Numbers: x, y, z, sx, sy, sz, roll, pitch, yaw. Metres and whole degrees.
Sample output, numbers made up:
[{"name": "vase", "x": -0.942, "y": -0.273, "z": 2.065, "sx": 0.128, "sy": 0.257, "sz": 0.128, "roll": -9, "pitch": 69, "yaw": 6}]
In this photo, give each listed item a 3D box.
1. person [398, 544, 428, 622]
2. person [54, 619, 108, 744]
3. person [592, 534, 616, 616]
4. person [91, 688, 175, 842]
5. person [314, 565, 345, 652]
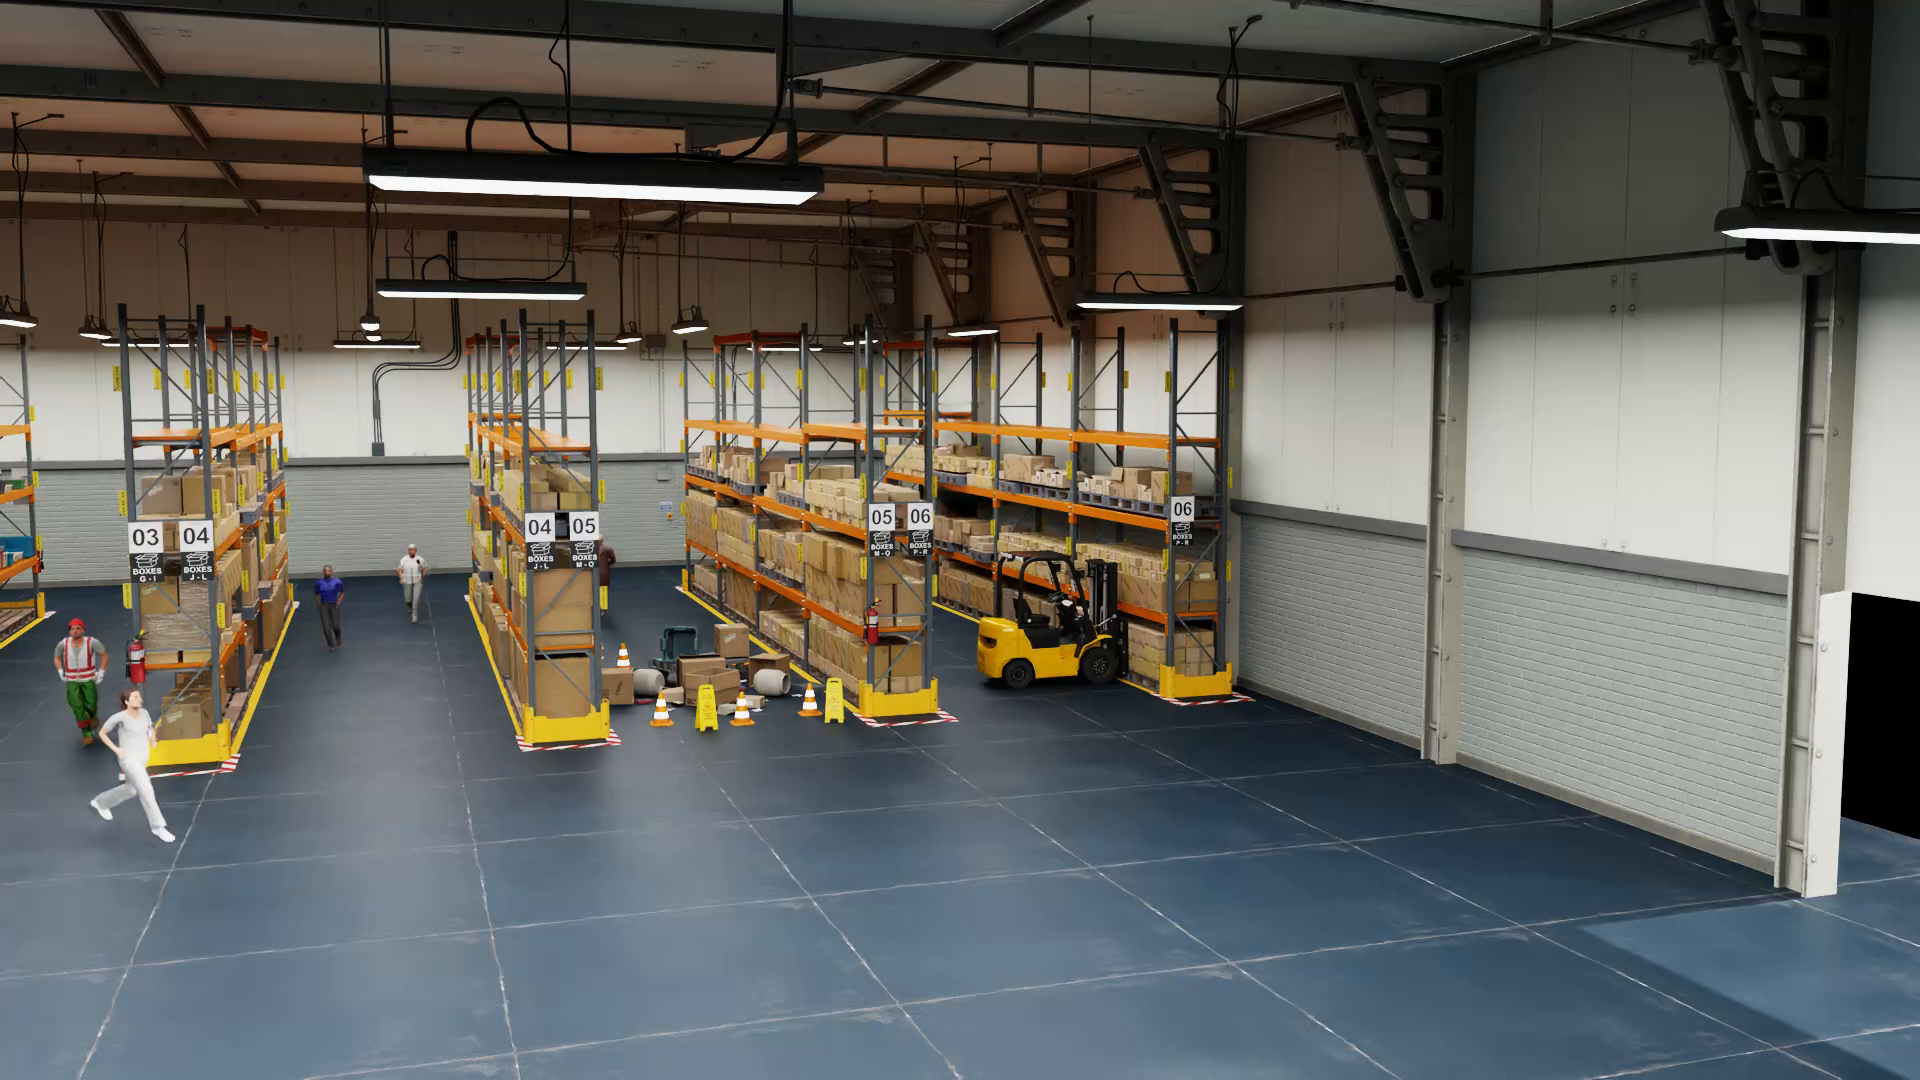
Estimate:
[{"name": "person", "x": -11.487, "y": 0.898, "z": 34.939, "sx": 0.614, "sy": 1.629, "sz": 0.575, "roll": -1, "pitch": 6, "yaw": -15}, {"name": "person", "x": -12.232, "y": 1.949, "z": 23.154, "sx": 0.678, "sy": 1.740, "sz": 0.593, "roll": -2, "pitch": 6, "yaw": -18}, {"name": "person", "x": -7.756, "y": 0.754, "z": 35.668, "sx": 0.741, "sy": 1.795, "sz": 0.734, "roll": -2, "pitch": 6, "yaw": -18}, {"name": "person", "x": -9.124, "y": 2.445, "z": 18.327, "sx": 1.126, "sy": 1.676, "sz": 0.535, "roll": 1, "pitch": 6, "yaw": 12}, {"name": "person", "x": -11.728, "y": 1.269, "z": 30.927, "sx": 0.555, "sy": 1.609, "sz": 0.530, "roll": -1, "pitch": 6, "yaw": -12}]
